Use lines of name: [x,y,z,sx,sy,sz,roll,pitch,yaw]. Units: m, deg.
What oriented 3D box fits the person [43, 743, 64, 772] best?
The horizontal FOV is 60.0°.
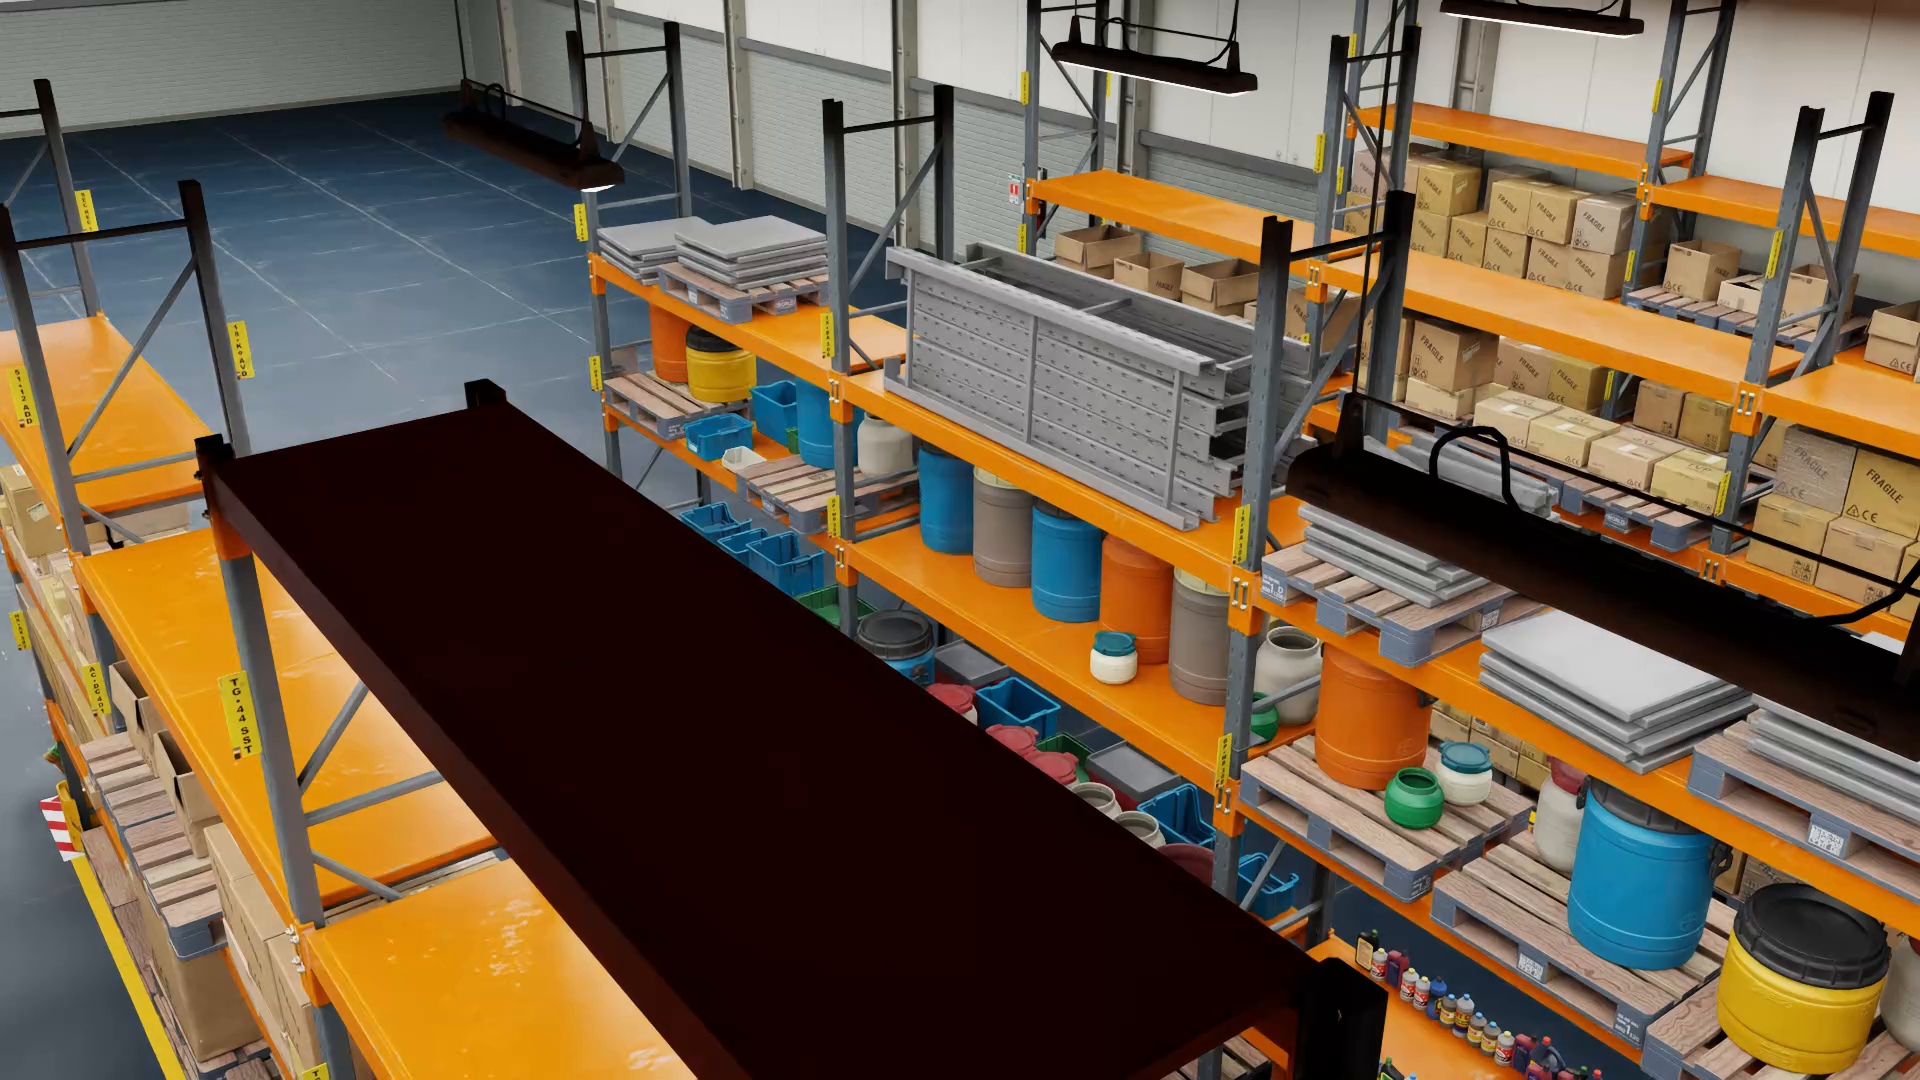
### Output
person: [-7.594,1.179,14.325,0.593,1.761,0.883,23,33,40]
